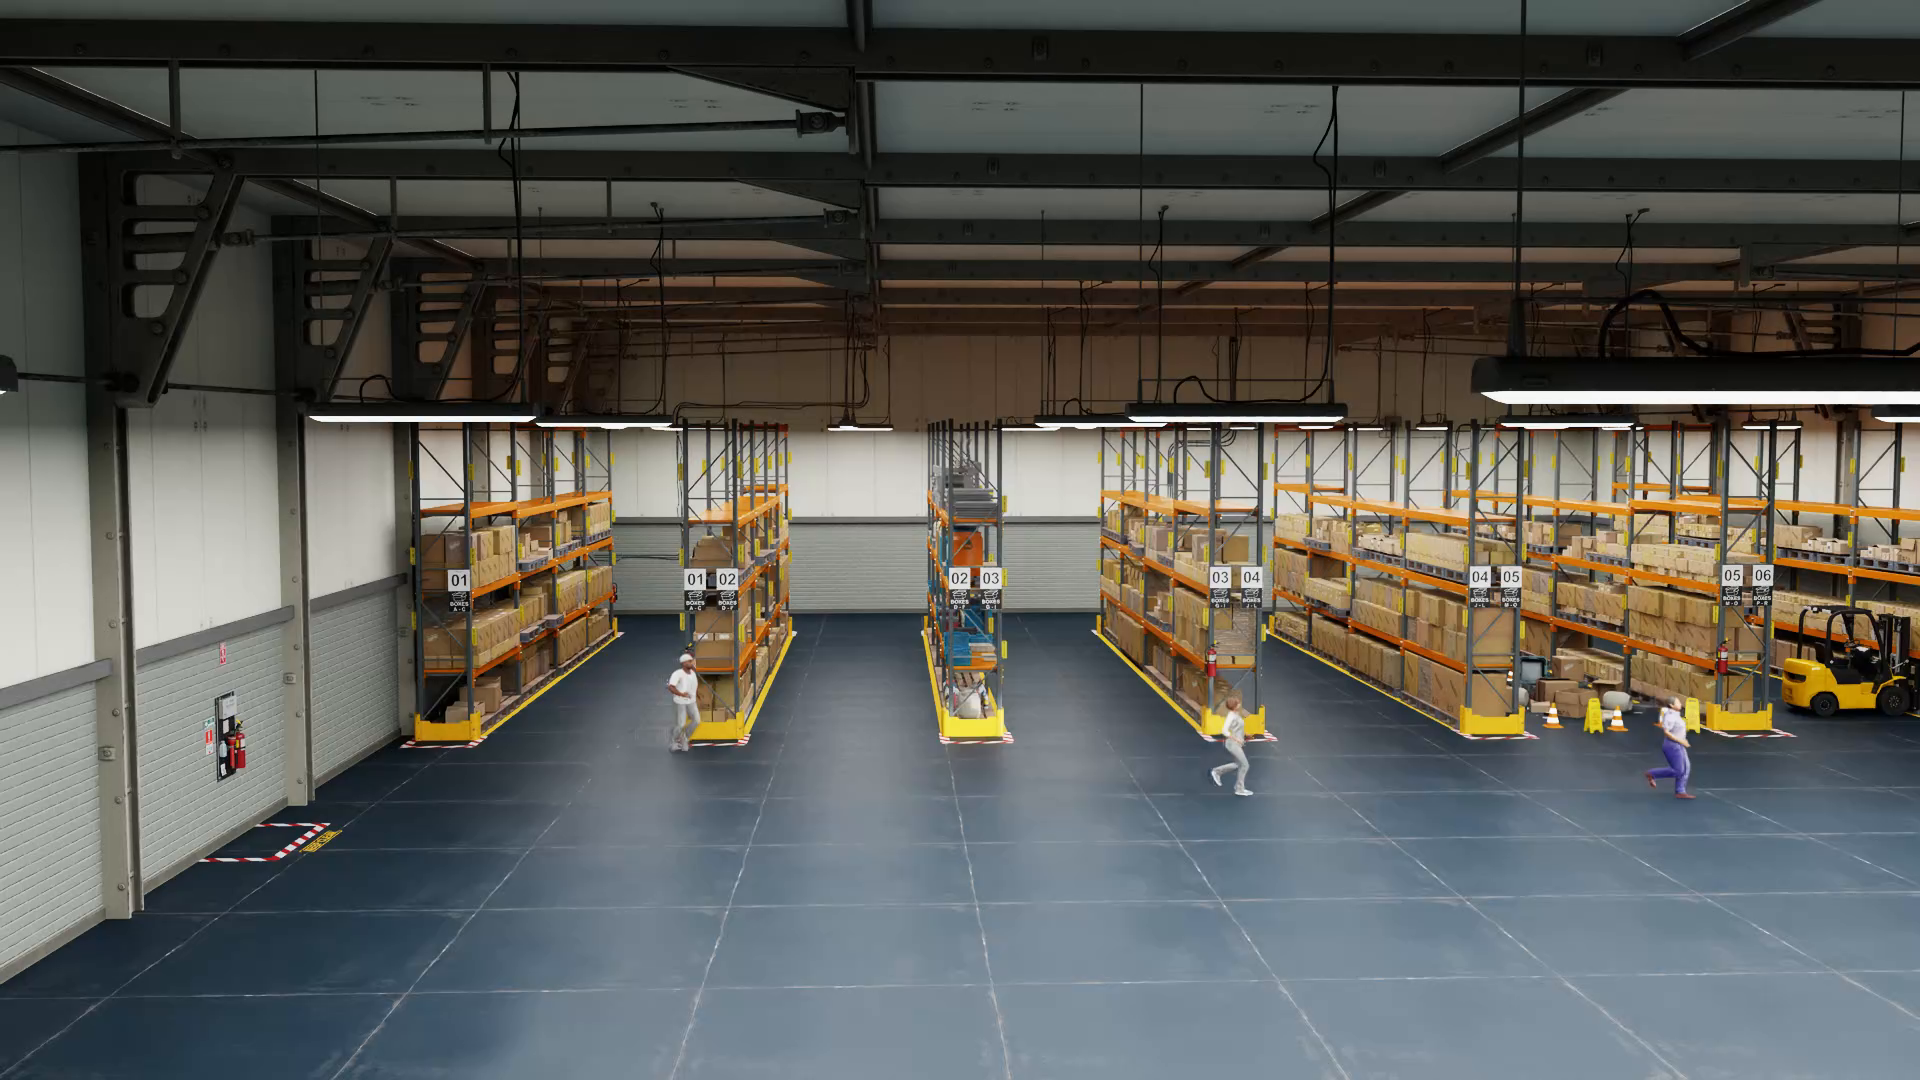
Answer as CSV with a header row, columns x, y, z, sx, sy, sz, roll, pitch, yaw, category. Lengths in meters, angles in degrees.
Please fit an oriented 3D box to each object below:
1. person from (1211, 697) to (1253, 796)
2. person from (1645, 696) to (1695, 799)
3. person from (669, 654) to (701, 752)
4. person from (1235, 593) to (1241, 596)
x,y,z,sx,sy,sz,roll,pitch,yaw,category
4.302,3.257,26.326,0.680,1.553,0.542,1,4,19,person
11.172,3.247,26.121,0.734,1.609,0.607,2,4,27,person
-4.922,2.934,29.978,0.617,1.742,0.766,3,5,40,person
7.790,1.942,46.095,0.591,1.710,0.744,0,4,5,person
